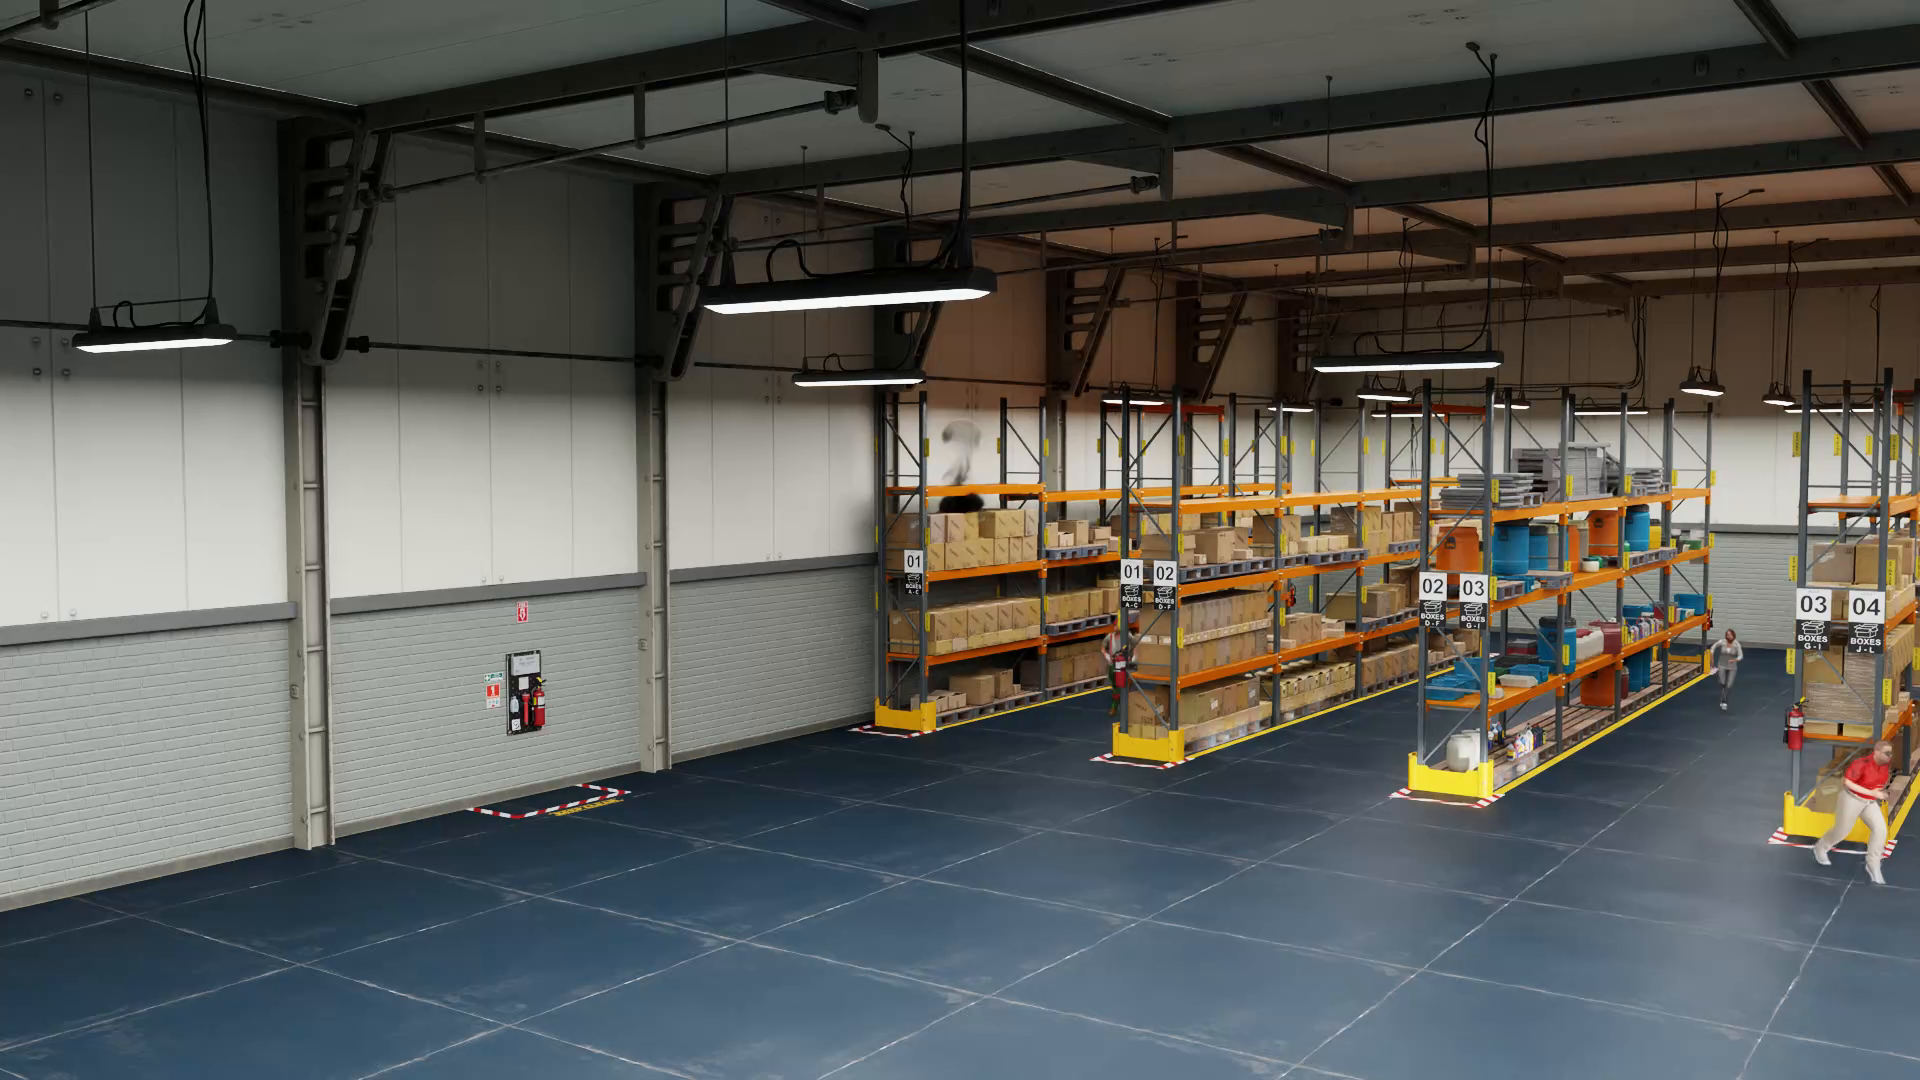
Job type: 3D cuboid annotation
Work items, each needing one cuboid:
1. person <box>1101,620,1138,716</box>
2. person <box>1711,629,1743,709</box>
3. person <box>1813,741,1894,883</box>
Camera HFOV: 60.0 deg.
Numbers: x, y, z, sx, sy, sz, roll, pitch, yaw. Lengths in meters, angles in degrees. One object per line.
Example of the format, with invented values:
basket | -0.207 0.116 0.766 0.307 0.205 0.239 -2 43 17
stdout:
person | 2.998 2.369 31.407 0.685 1.774 1.025 1 3 17
person | 14.665 2.474 31.822 0.573 1.549 0.612 2 4 26
person | 10.486 3.136 19.505 0.708 1.697 1.006 -1 3 -21
